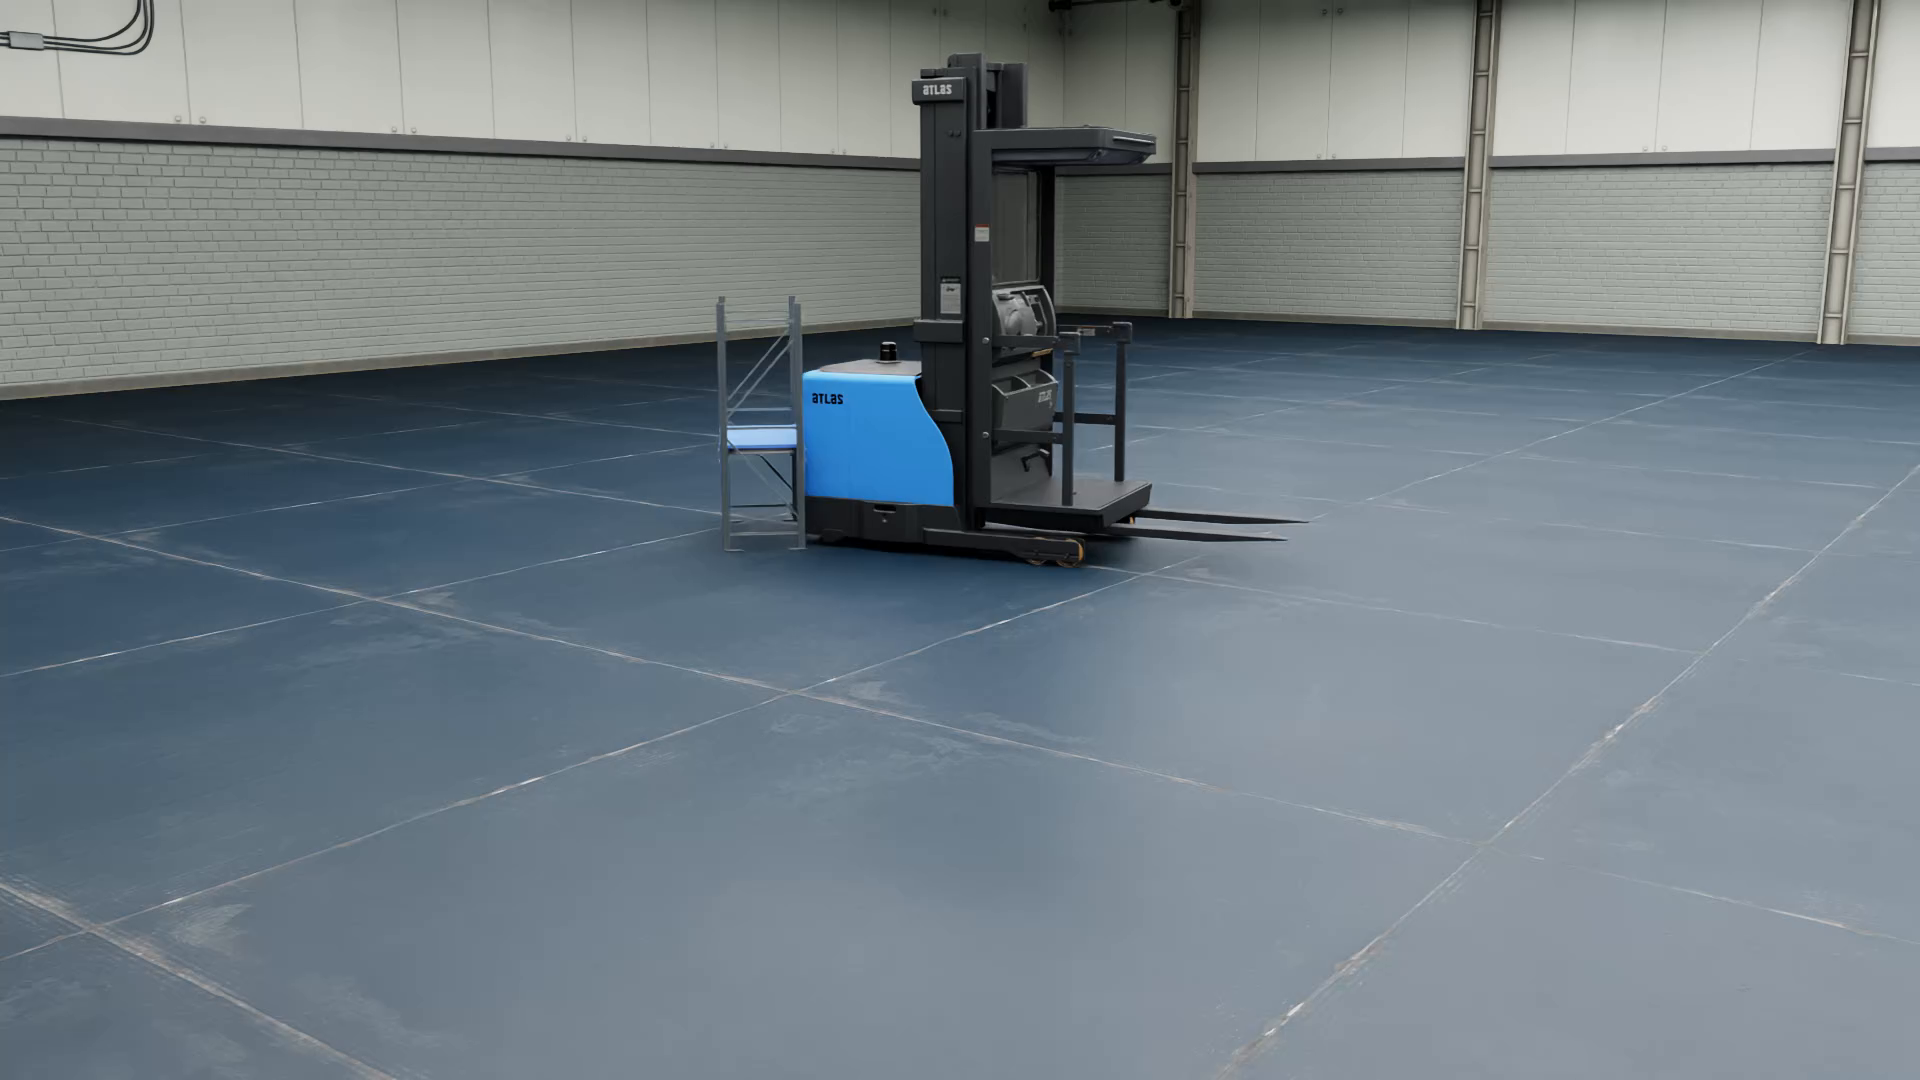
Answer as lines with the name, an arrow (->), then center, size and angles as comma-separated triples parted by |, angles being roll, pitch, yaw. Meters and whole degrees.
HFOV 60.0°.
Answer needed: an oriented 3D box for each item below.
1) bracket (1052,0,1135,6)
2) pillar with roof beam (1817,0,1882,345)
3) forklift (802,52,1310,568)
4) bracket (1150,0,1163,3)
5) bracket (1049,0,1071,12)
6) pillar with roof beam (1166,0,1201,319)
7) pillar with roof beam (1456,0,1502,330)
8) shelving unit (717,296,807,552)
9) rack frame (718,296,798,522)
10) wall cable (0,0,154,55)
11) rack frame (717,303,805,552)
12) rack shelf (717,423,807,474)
bracket -> 2.539, -10.926, 33.838 | 3.189, 0.066, 0.076 | 8, 13, 36
pillar with roof beam -> 11.642, -6.958, 22.805 | 0.400, 9.000, 9.100 | 8, 13, 36
forklift -> 0.574, -1.393, 10.011 | 3.031, 2.935, 1.130 | 5, 12, 23
bracket -> 3.973, -10.726, 32.804 | 0.430, 0.232, 0.235 | 8, 13, 36
bracket -> 2.063, -10.992, 34.181 | 0.430, 0.232, 0.235 | 8, 13, 36
pillar with roof beam -> 1.970, -8.307, 29.779 | 0.548, 9.000, 9.100 | 8, 13, 36
pillar with roof beam -> 6.806, -7.633, 26.292 | 0.400, 9.000, 9.100 | 8, 13, 36
shelving unit -> -1.265, -0.768, 10.553 | 0.538, 1.500, 1.048 | -1, 11, -7
rack frame -> -1.331, -0.864, 11.048 | 0.500, 1.500, 0.032 | -1, 11, -7
wall cable -> -10.087, -7.799, 18.197 | 0.169, 6.003, 2.305 | 8, 13, 36
rack frame -> -1.199, -0.673, 10.058 | 0.500, 1.500, 0.032 | -1, 11, -7
rack shelf -> -1.265, -0.592, 10.587 | 0.538, 0.185, 1.000 | -1, 11, -7
